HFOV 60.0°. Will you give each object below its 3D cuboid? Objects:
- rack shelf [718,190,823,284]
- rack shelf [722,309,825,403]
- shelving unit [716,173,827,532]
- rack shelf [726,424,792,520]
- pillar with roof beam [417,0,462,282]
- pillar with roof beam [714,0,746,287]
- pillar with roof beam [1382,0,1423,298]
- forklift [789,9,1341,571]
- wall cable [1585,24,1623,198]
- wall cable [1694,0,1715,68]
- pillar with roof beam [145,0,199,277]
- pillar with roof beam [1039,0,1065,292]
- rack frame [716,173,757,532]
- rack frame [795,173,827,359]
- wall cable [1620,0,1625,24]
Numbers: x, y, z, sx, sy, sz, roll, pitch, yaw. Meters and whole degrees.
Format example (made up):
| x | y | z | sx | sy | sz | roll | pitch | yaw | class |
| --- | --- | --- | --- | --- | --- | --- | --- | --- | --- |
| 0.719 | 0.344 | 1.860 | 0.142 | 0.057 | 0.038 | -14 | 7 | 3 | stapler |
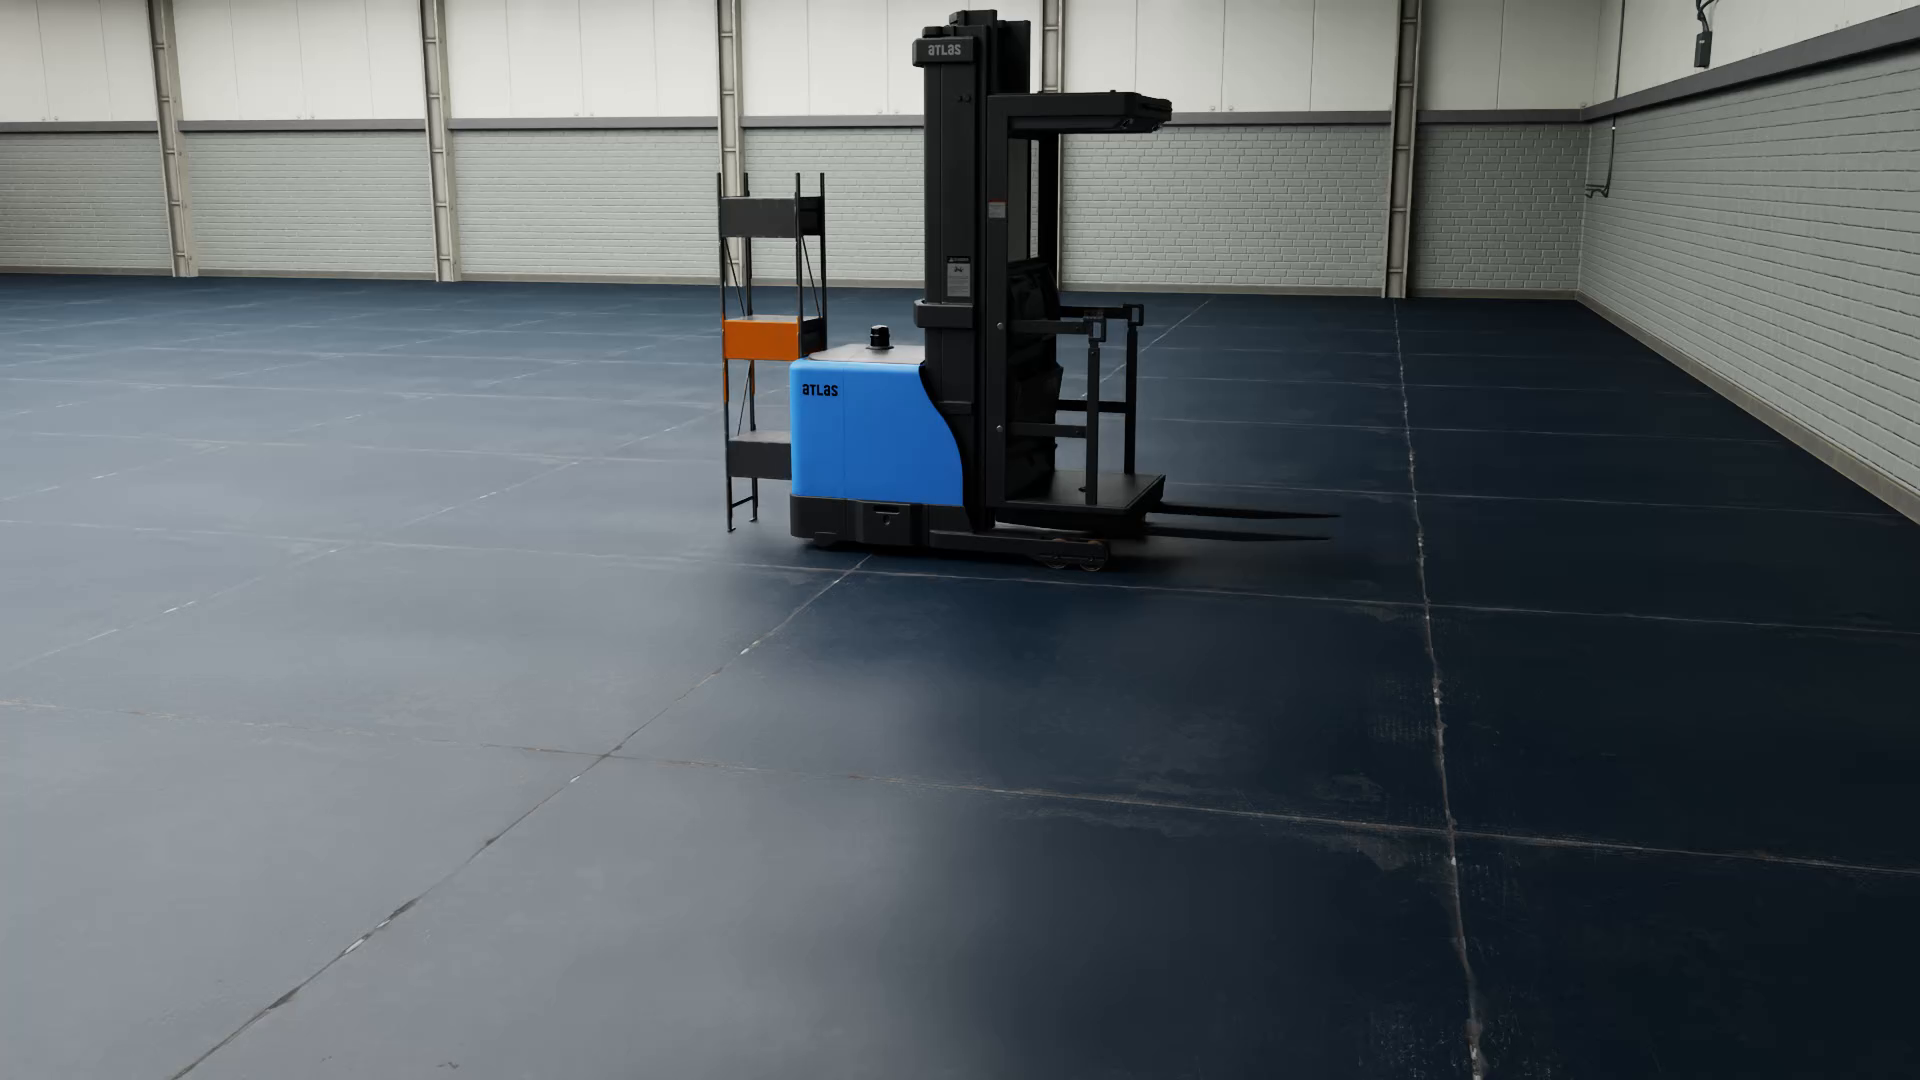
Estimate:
| x | y | z | sx | sy | sz | roll | pitch | yaw | class |
| --- | --- | --- | --- | --- | --- | --- | --- | --- | --- |
| -1.093 | -1.769 | 9.690 | 0.480 | 0.518 | 0.431 | 4 | 13 | 17 | rack shelf |
| -1.093 | -1.086 | 9.842 | 0.480 | 0.518 | 0.431 | 4 | 13 | 17 | rack shelf |
| -1.093 | -1.099 | 9.839 | 0.503 | 2.100 | 0.431 | 4 | 13 | 17 | shelving unit |
| -1.093 | -0.402 | 9.994 | 0.480 | 0.518 | 0.431 | 4 | 13 | 17 | rack shelf |
| -11.078 | -8.583 | 27.643 | 0.400 | 9.000 | 9.100 | 3 | 13 | 14 | pillar with roof beam |
| -5.253 | -8.271 | 26.239 | 0.400 | 9.000 | 9.100 | 3 | 13 | 14 | pillar with roof beam |
| 6.397 | -7.649 | 23.433 | 0.400 | 9.000 | 9.100 | 3 | 13 | 14 | pillar with roof beam |
| 0.601 | -1.390 | 9.231 | 3.031 | 2.935 | 1.130 | 4 | 13 | 17 | forklift |
| 9.972 | -6.607 | 25.907 | 0.112 | 2.526 | 3.097 | 3 | 13 | 14 | wall cable |
| 7.682 | -7.788 | 16.208 | 0.169 | 6.003 | 2.305 | 3 | 13 | 14 | wall cable |
| -16.903 | -8.894 | 29.046 | 0.400 | 9.000 | 9.100 | 3 | 13 | 14 | pillar with roof beam |
| 0.572 | -7.960 | 24.836 | 0.400 | 9.000 | 9.100 | 3 | 13 | 14 | pillar with roof beam |
| -1.325 | -1.115 | 9.911 | 0.015 | 2.100 | 0.400 | 4 | 13 | 17 | rack frame |
| -0.860 | -1.083 | 9.768 | 0.015 | 2.100 | 0.400 | 4 | 13 | 17 | rack frame |
| 9.324 | -8.504 | 22.796 | 0.112 | 2.526 | 3.097 | 3 | 13 | 14 | wall cable |
